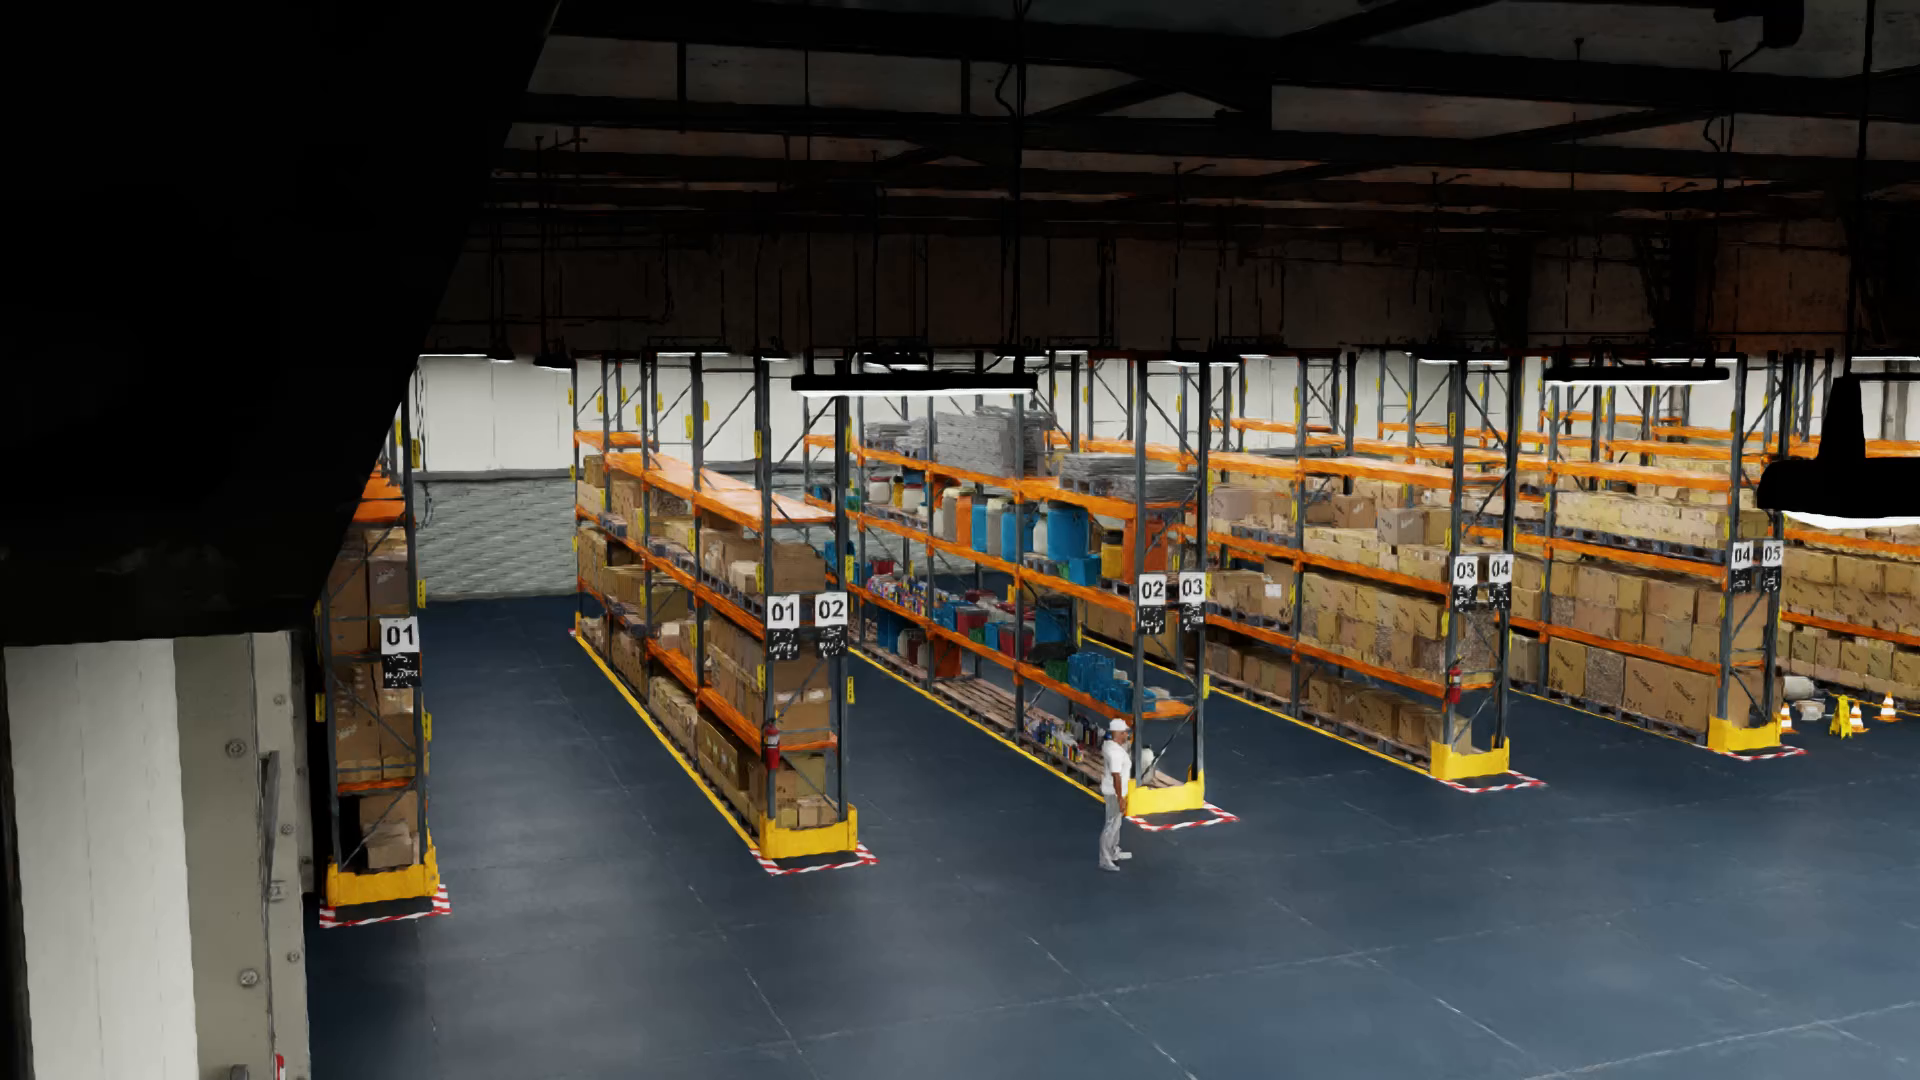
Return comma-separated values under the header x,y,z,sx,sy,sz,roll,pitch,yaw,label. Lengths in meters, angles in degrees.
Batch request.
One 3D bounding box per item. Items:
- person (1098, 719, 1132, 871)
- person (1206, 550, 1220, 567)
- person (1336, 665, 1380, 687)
x,y,z,sx,sy,sz,roll,pitch,yaw,label
1.859,2.993,19.761,0.429,1.761,0.651,0,7,1,person
5.441,1.059,35.513,0.591,1.698,1.193,-2,7,-18,person
7.120,1.816,29.869,0.495,1.589,1.086,-2,7,-18,person
